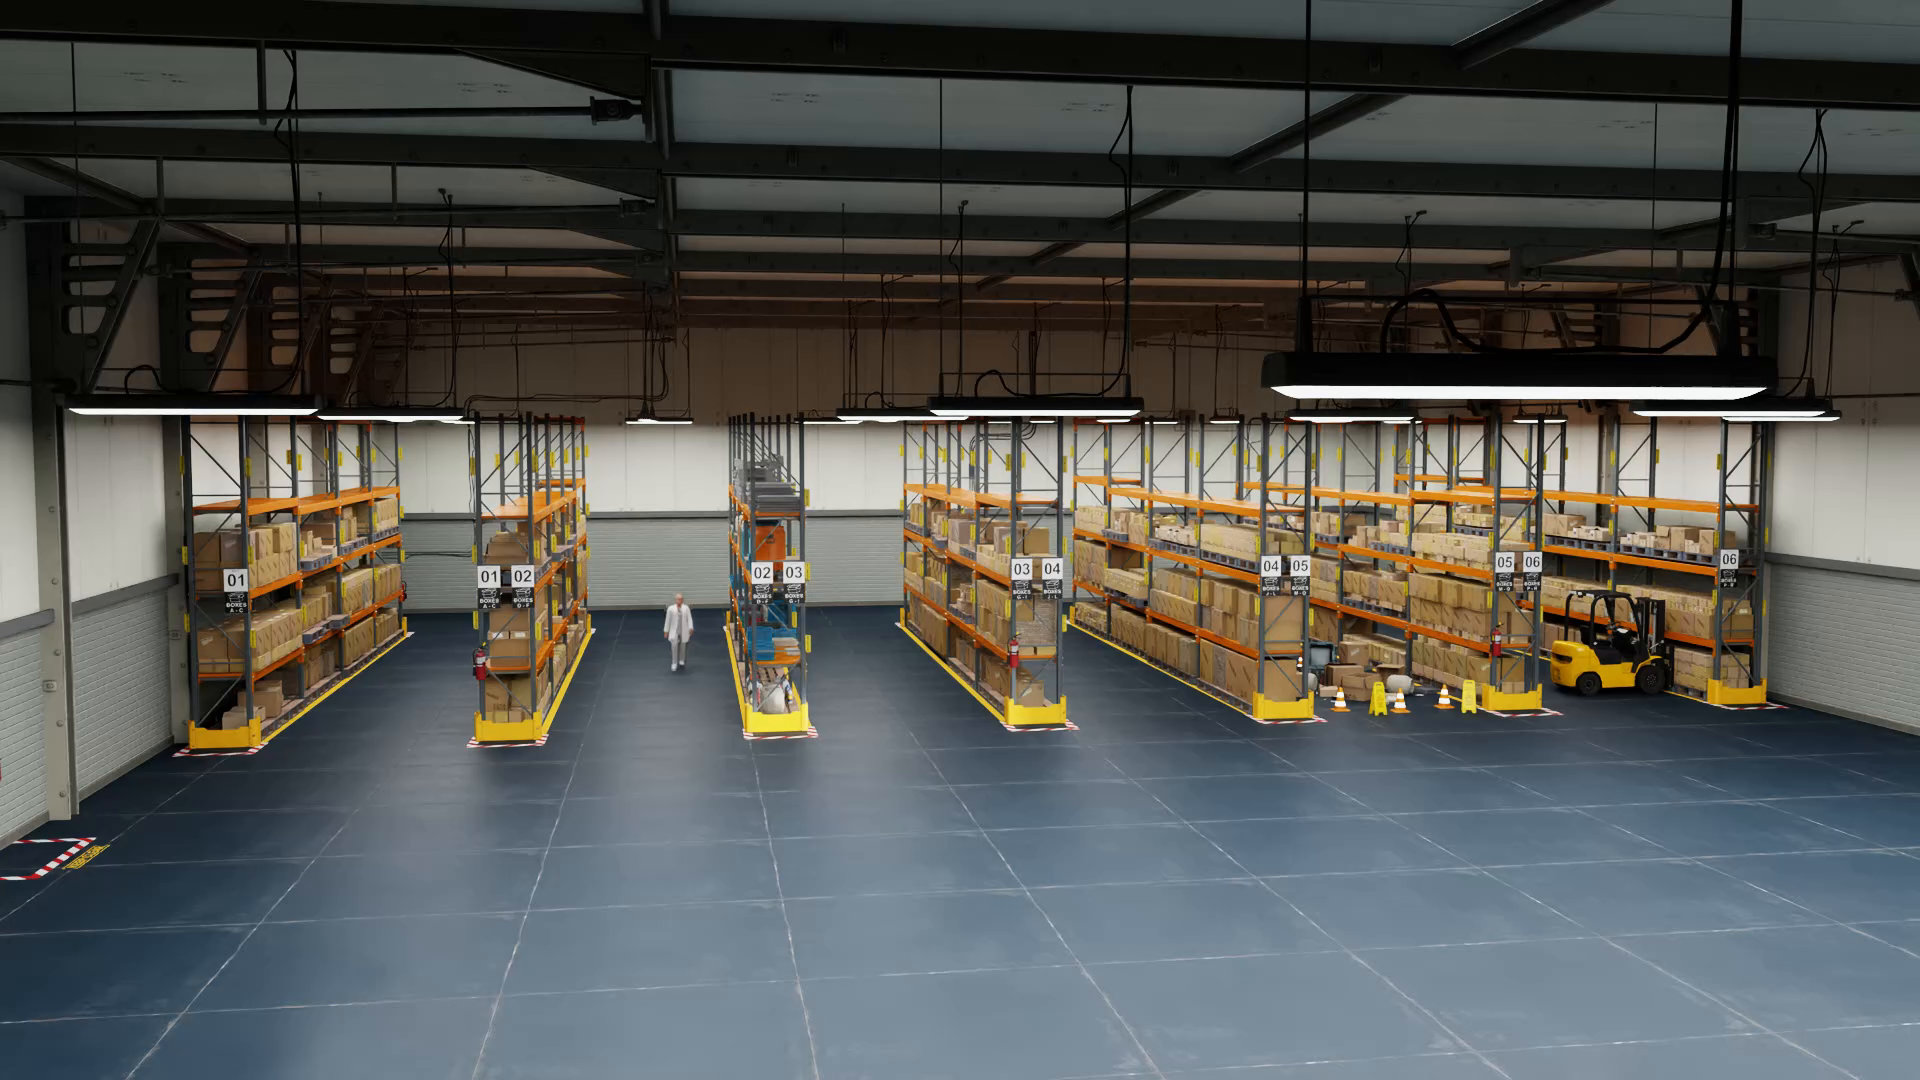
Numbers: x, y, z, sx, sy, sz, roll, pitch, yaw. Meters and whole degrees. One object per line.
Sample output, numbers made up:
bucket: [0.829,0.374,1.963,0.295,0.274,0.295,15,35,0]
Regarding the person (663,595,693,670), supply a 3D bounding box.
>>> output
person: [-6.661,2.158,39.338,0.685,1.716,1.114,-1,4,-14]
